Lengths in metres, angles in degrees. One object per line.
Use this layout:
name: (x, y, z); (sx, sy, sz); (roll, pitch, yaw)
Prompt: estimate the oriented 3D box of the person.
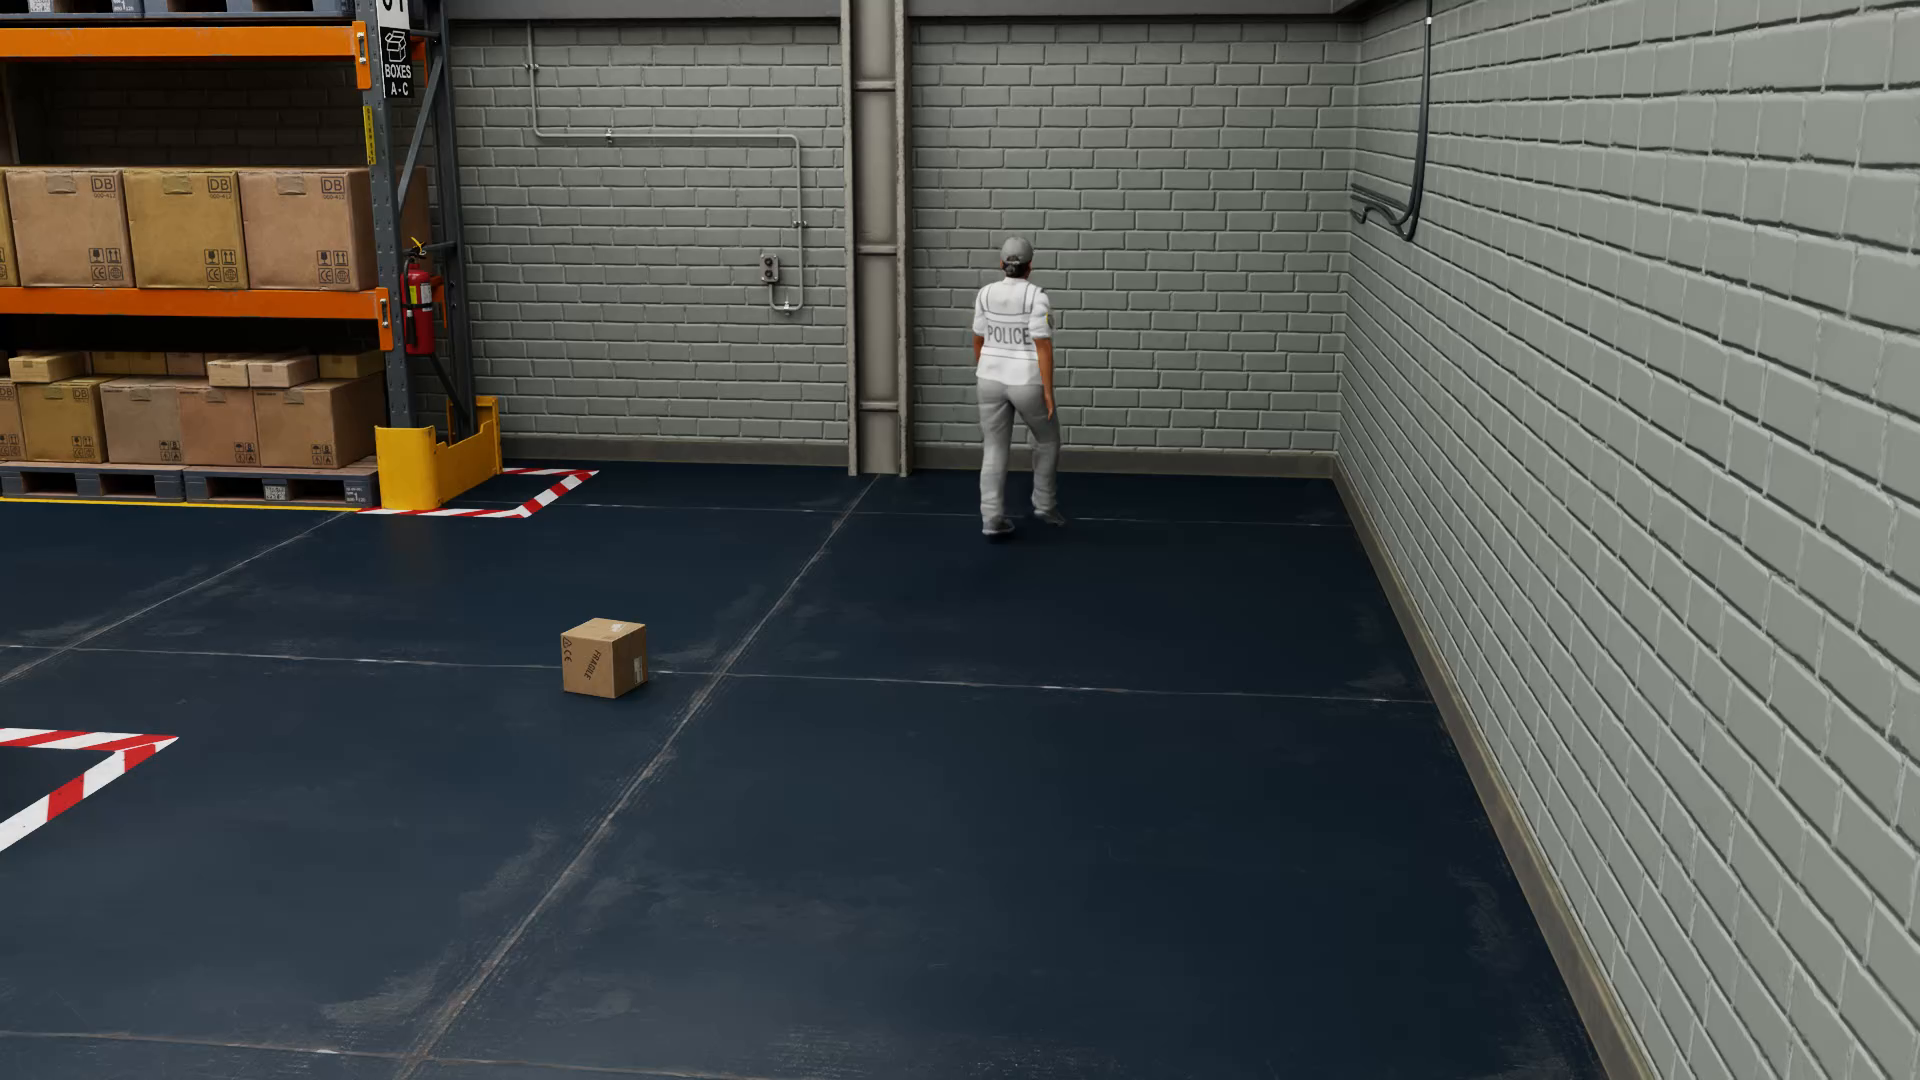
person: (0.331, -0.842, 9.335); (0.523, 1.711, 0.702); (5, 15, 19)
